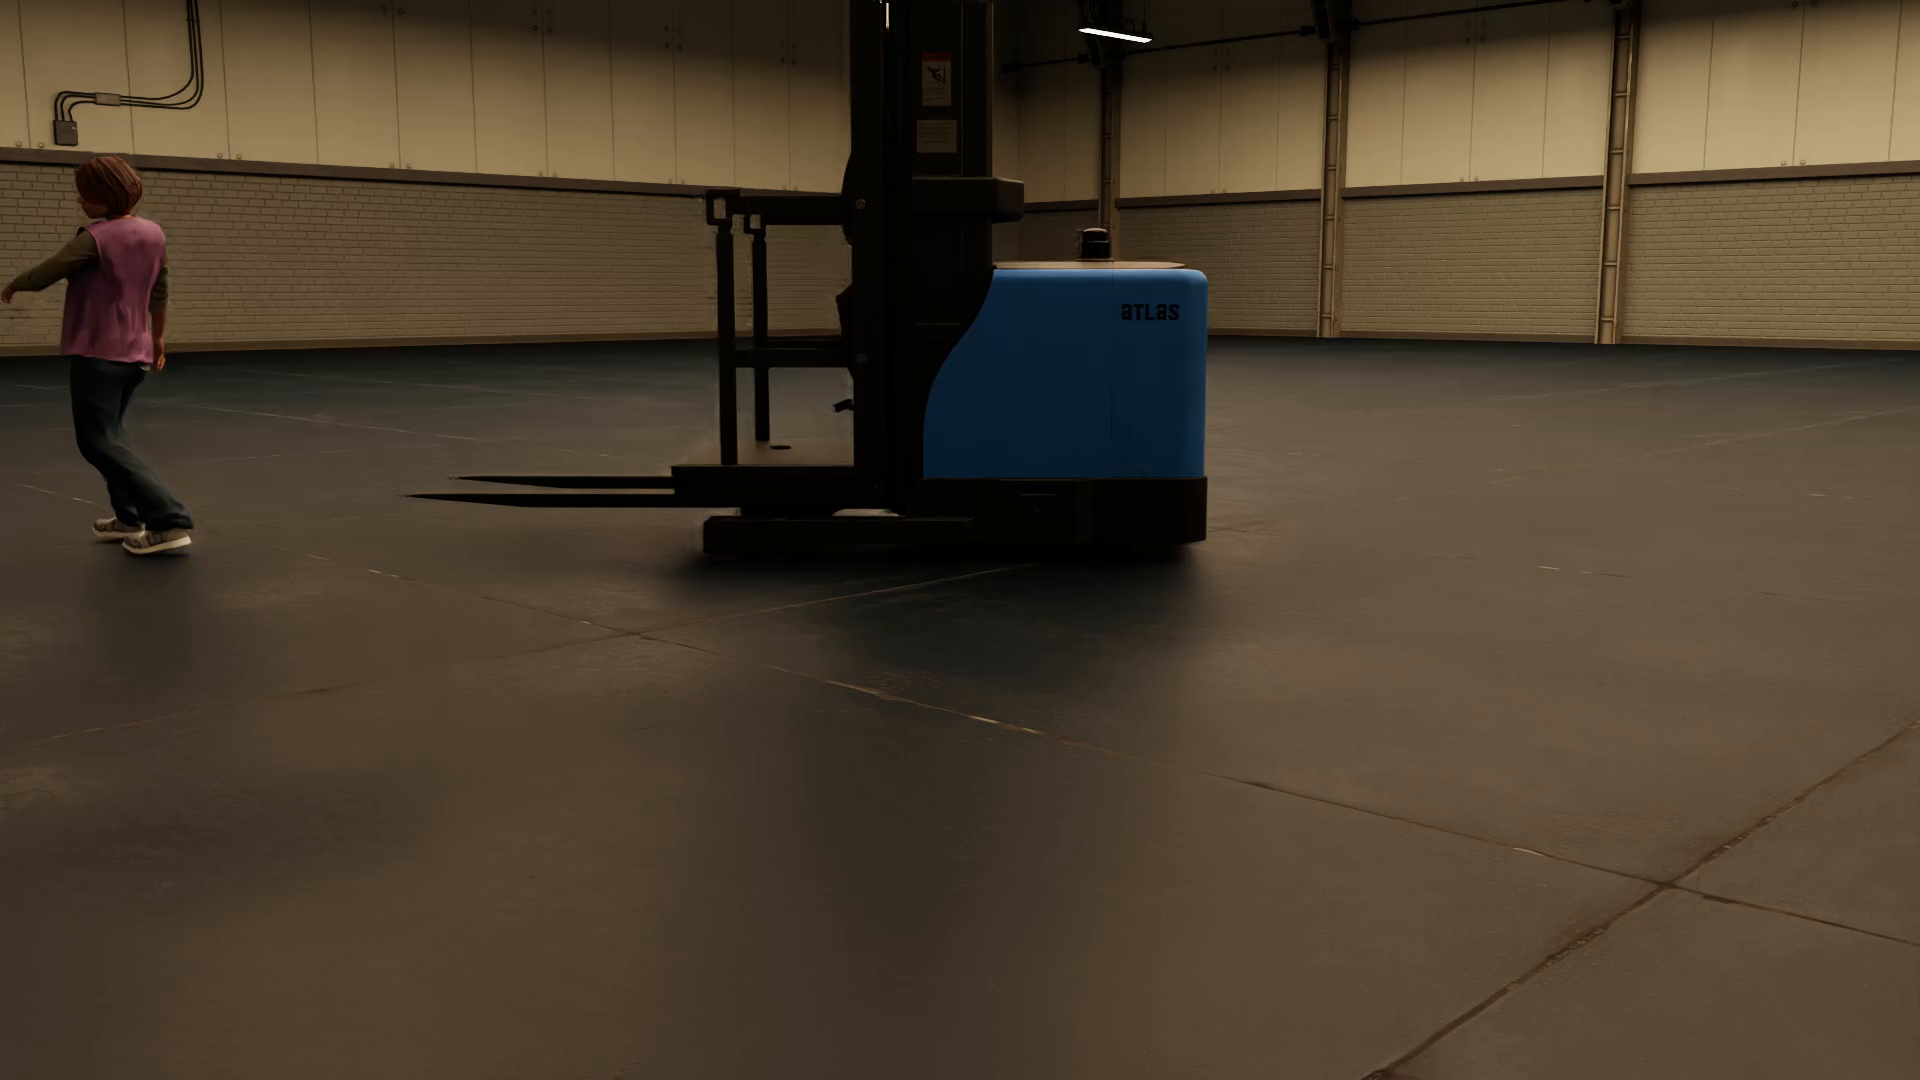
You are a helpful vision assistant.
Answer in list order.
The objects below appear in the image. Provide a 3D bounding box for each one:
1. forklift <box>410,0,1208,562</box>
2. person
[{"bbox_3d":[-0.586,-1.447,6.485,3.031,2.935,1.130,0,9,0],"label":"forklift"},{"bbox_3d":[-3.308,-0.717,6.476,0.792,1.495,0.623,0,9,2],"label":"person"}]
